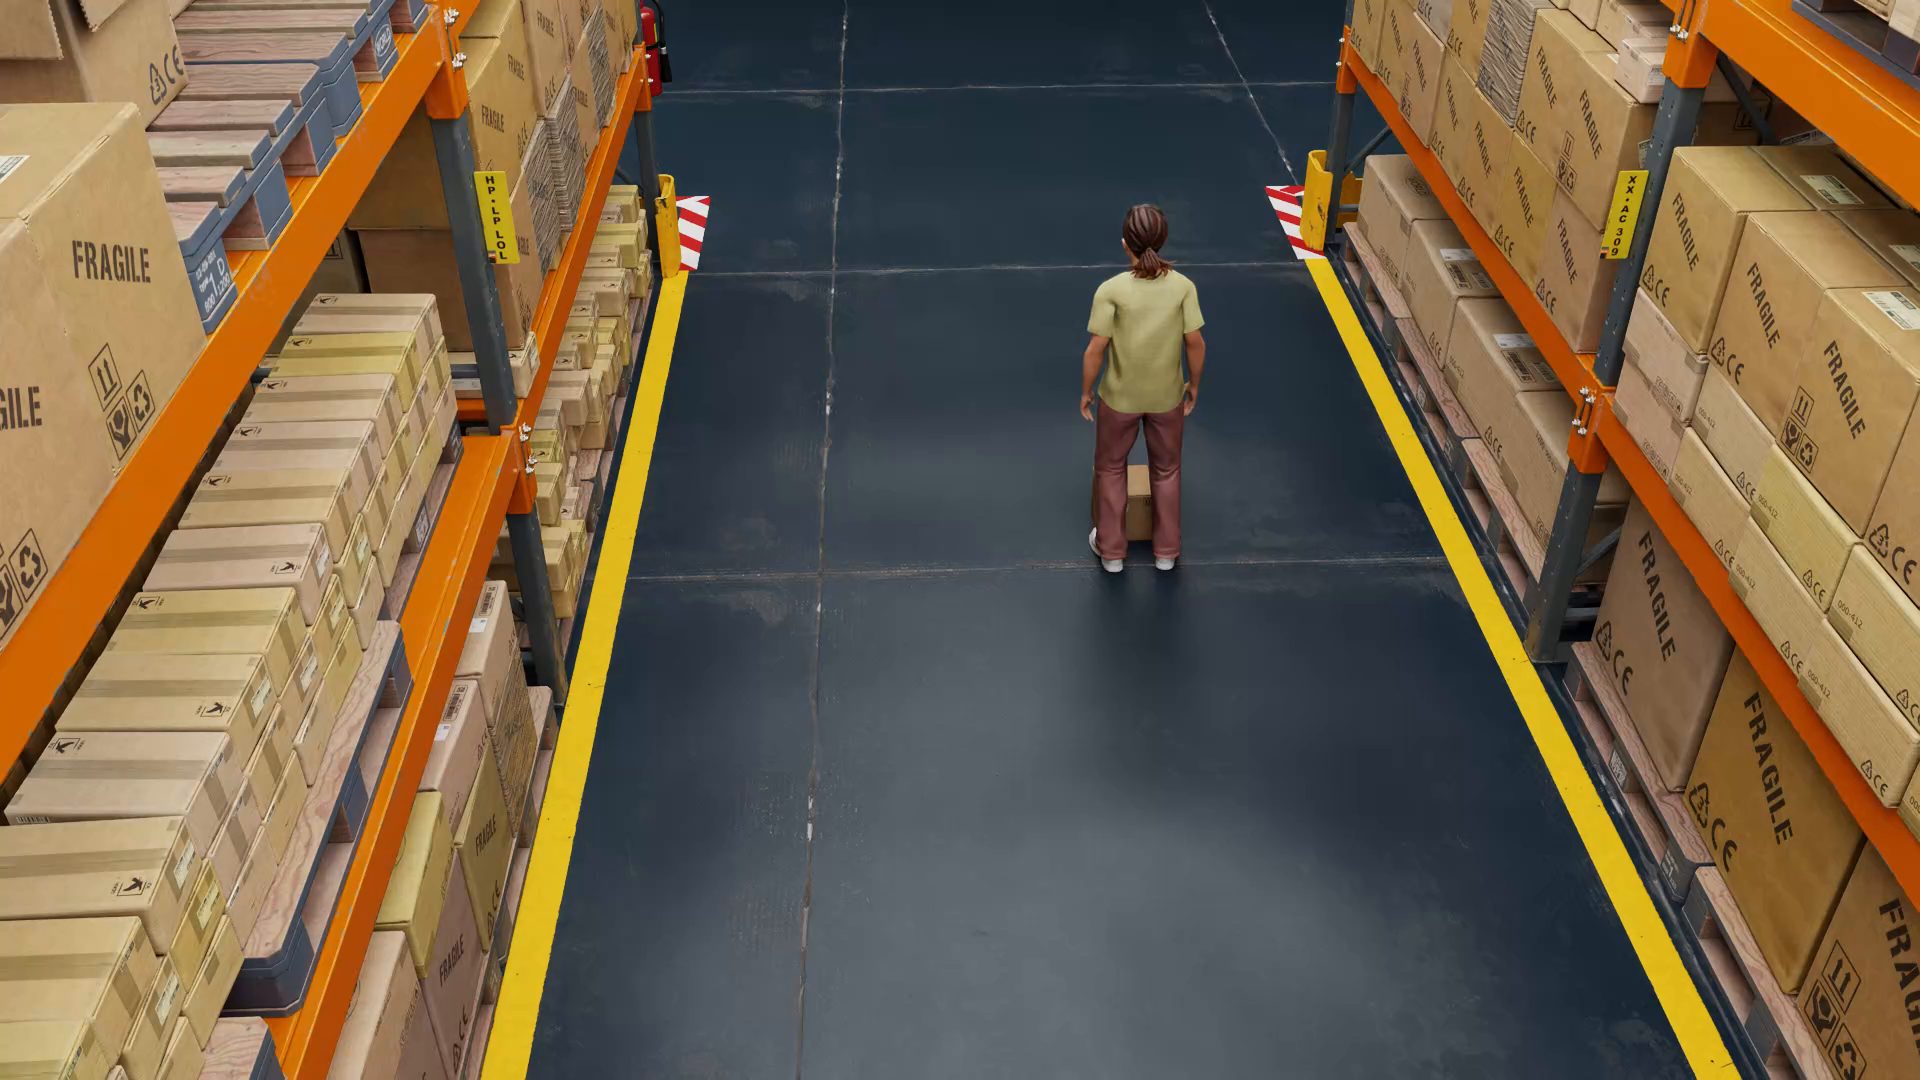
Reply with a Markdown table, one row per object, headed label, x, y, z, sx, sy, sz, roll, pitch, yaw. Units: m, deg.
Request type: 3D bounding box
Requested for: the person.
| label | x | y | z | sx | sy | sz | roll | pitch | yaw |
| --- | --- | --- | --- | --- | --- | --- | --- | --- | --- |
| person | 0.758 | -0.607 | 7.002 | 0.513 | 1.673 | 0.355 | -3 | 35 | -4 |
